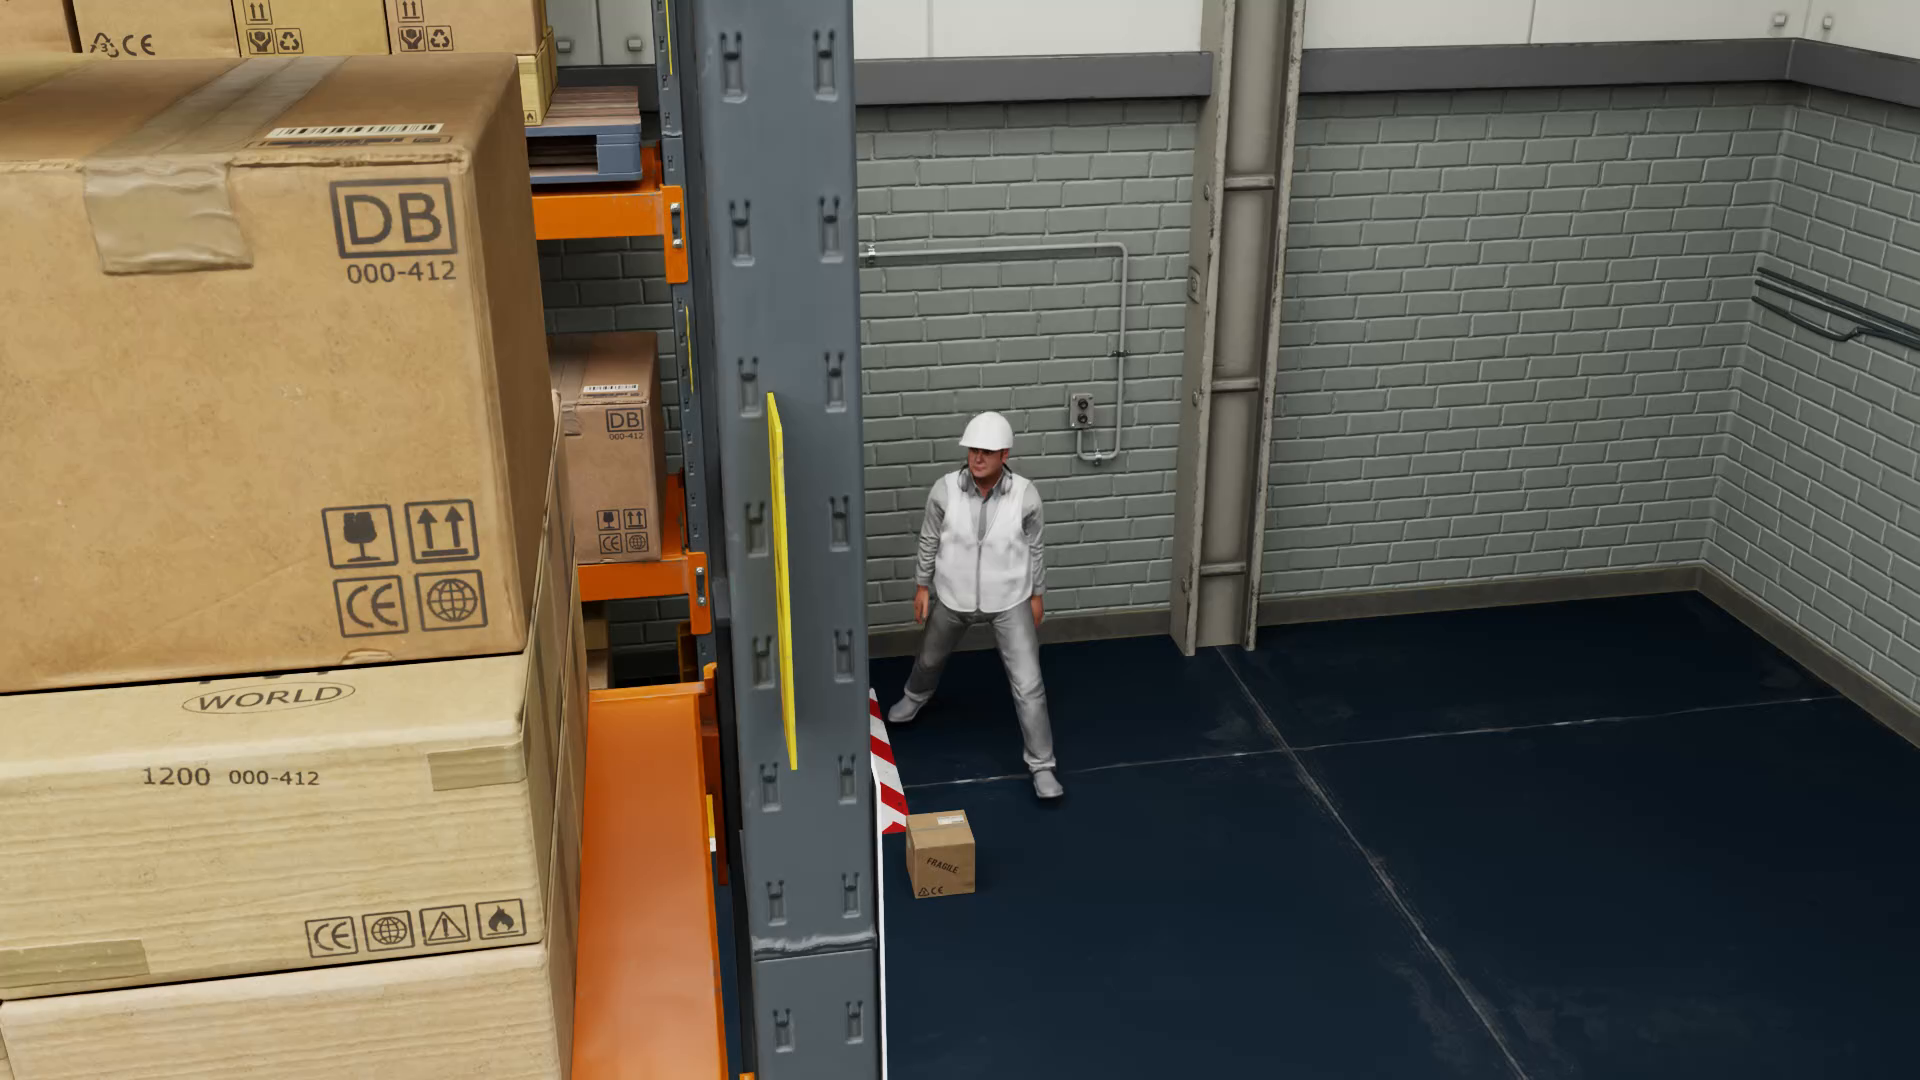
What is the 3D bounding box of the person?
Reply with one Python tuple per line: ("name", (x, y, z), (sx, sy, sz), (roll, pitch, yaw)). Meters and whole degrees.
("person", (0.066, 0.245, 7.532), (0.909, 1.731, 0.869), (3, 23, 8))
